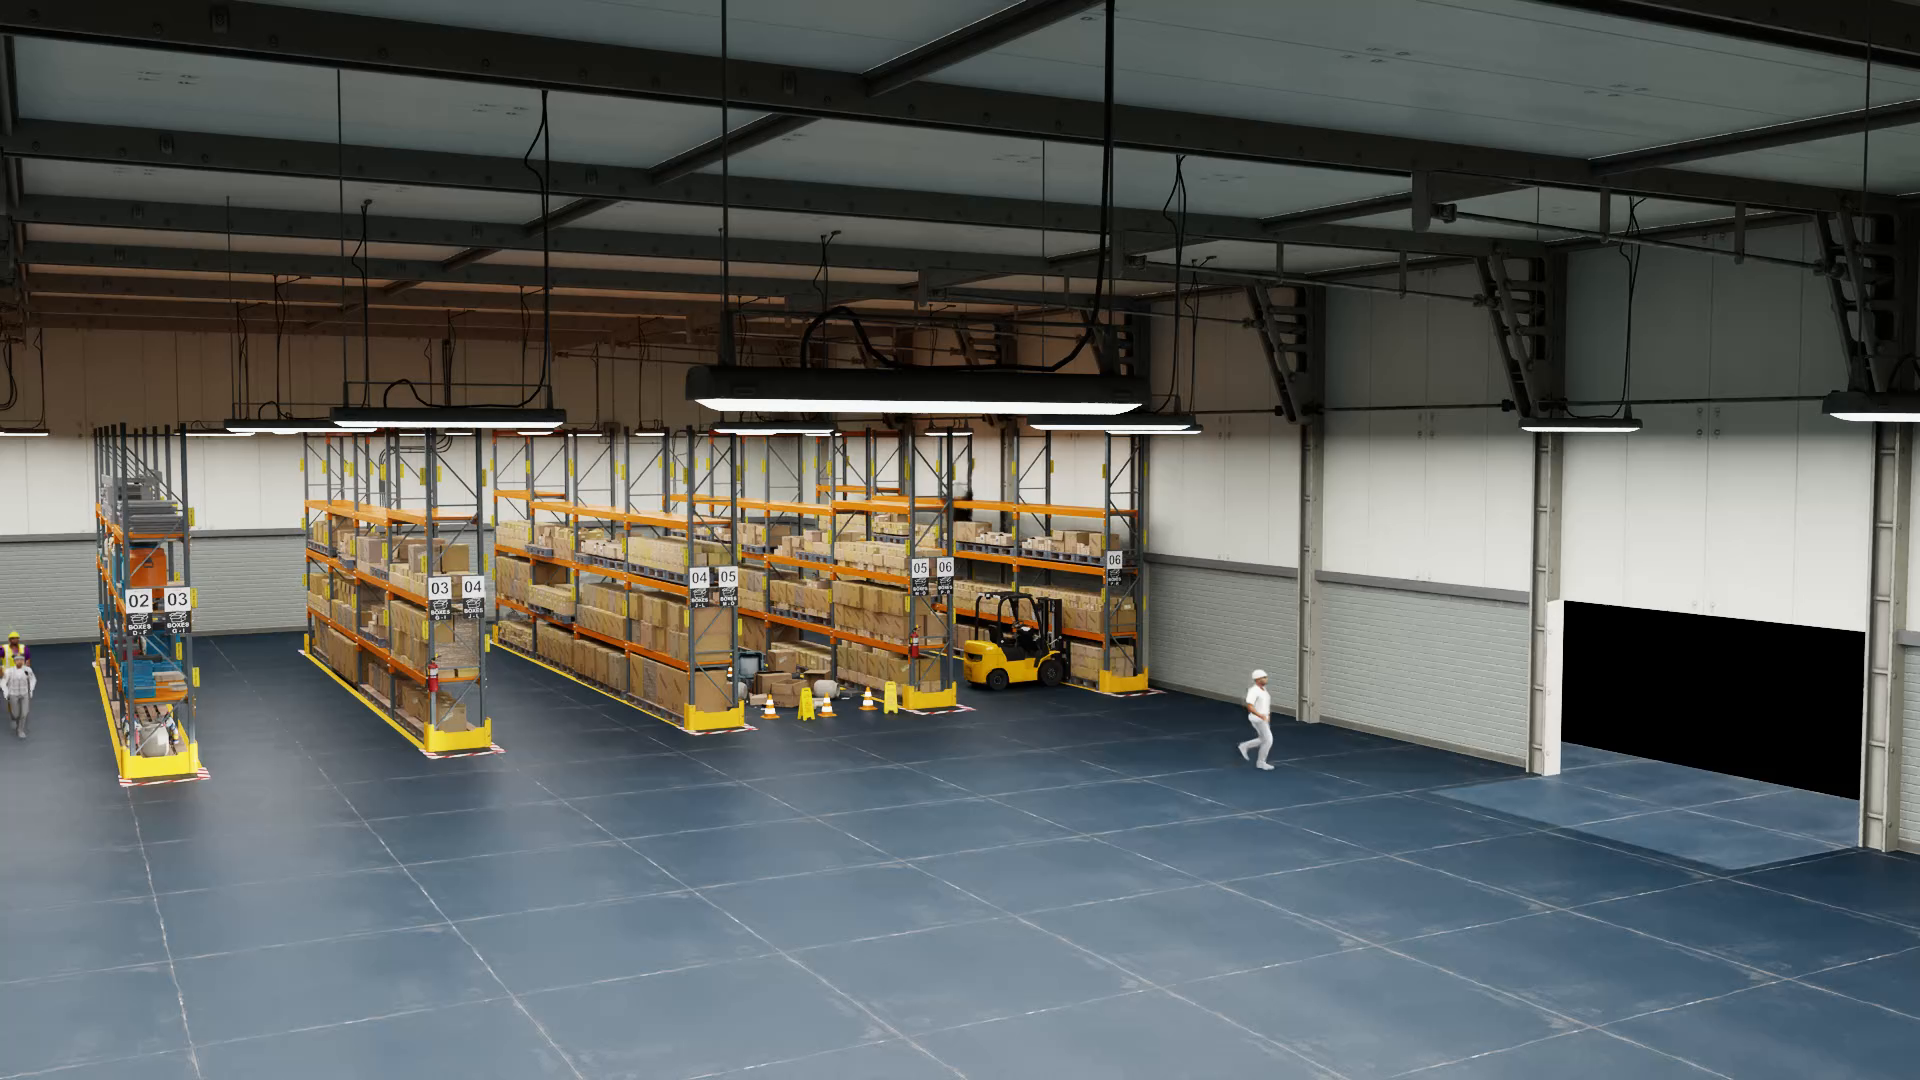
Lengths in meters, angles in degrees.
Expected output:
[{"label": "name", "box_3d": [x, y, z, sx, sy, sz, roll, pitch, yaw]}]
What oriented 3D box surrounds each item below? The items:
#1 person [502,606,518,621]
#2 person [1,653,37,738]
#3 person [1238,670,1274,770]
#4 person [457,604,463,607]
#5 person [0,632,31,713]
[{"label": "person", "box_3d": [-13.055, 1.942, 48.128, 0.633, 1.728, 0.685, -2, 4, -25]}, {"label": "person", "box_3d": [-18.120, 2.972, 32.022, 0.607, 1.643, 0.592, -3, 4, -36]}, {"label": "person", "box_3d": [5.141, 3.105, 28.879, 0.665, 1.722, 0.722, 1, 4, 23]}, {"label": "person", "box_3d": [-14.147, 2.094, 46.619, 0.676, 1.605, 0.795, 2, 4, 25]}, {"label": "person", "box_3d": [-19.657, 2.755, 34.576, 0.717, 1.705, 0.619, 3, 5, 45]}]
